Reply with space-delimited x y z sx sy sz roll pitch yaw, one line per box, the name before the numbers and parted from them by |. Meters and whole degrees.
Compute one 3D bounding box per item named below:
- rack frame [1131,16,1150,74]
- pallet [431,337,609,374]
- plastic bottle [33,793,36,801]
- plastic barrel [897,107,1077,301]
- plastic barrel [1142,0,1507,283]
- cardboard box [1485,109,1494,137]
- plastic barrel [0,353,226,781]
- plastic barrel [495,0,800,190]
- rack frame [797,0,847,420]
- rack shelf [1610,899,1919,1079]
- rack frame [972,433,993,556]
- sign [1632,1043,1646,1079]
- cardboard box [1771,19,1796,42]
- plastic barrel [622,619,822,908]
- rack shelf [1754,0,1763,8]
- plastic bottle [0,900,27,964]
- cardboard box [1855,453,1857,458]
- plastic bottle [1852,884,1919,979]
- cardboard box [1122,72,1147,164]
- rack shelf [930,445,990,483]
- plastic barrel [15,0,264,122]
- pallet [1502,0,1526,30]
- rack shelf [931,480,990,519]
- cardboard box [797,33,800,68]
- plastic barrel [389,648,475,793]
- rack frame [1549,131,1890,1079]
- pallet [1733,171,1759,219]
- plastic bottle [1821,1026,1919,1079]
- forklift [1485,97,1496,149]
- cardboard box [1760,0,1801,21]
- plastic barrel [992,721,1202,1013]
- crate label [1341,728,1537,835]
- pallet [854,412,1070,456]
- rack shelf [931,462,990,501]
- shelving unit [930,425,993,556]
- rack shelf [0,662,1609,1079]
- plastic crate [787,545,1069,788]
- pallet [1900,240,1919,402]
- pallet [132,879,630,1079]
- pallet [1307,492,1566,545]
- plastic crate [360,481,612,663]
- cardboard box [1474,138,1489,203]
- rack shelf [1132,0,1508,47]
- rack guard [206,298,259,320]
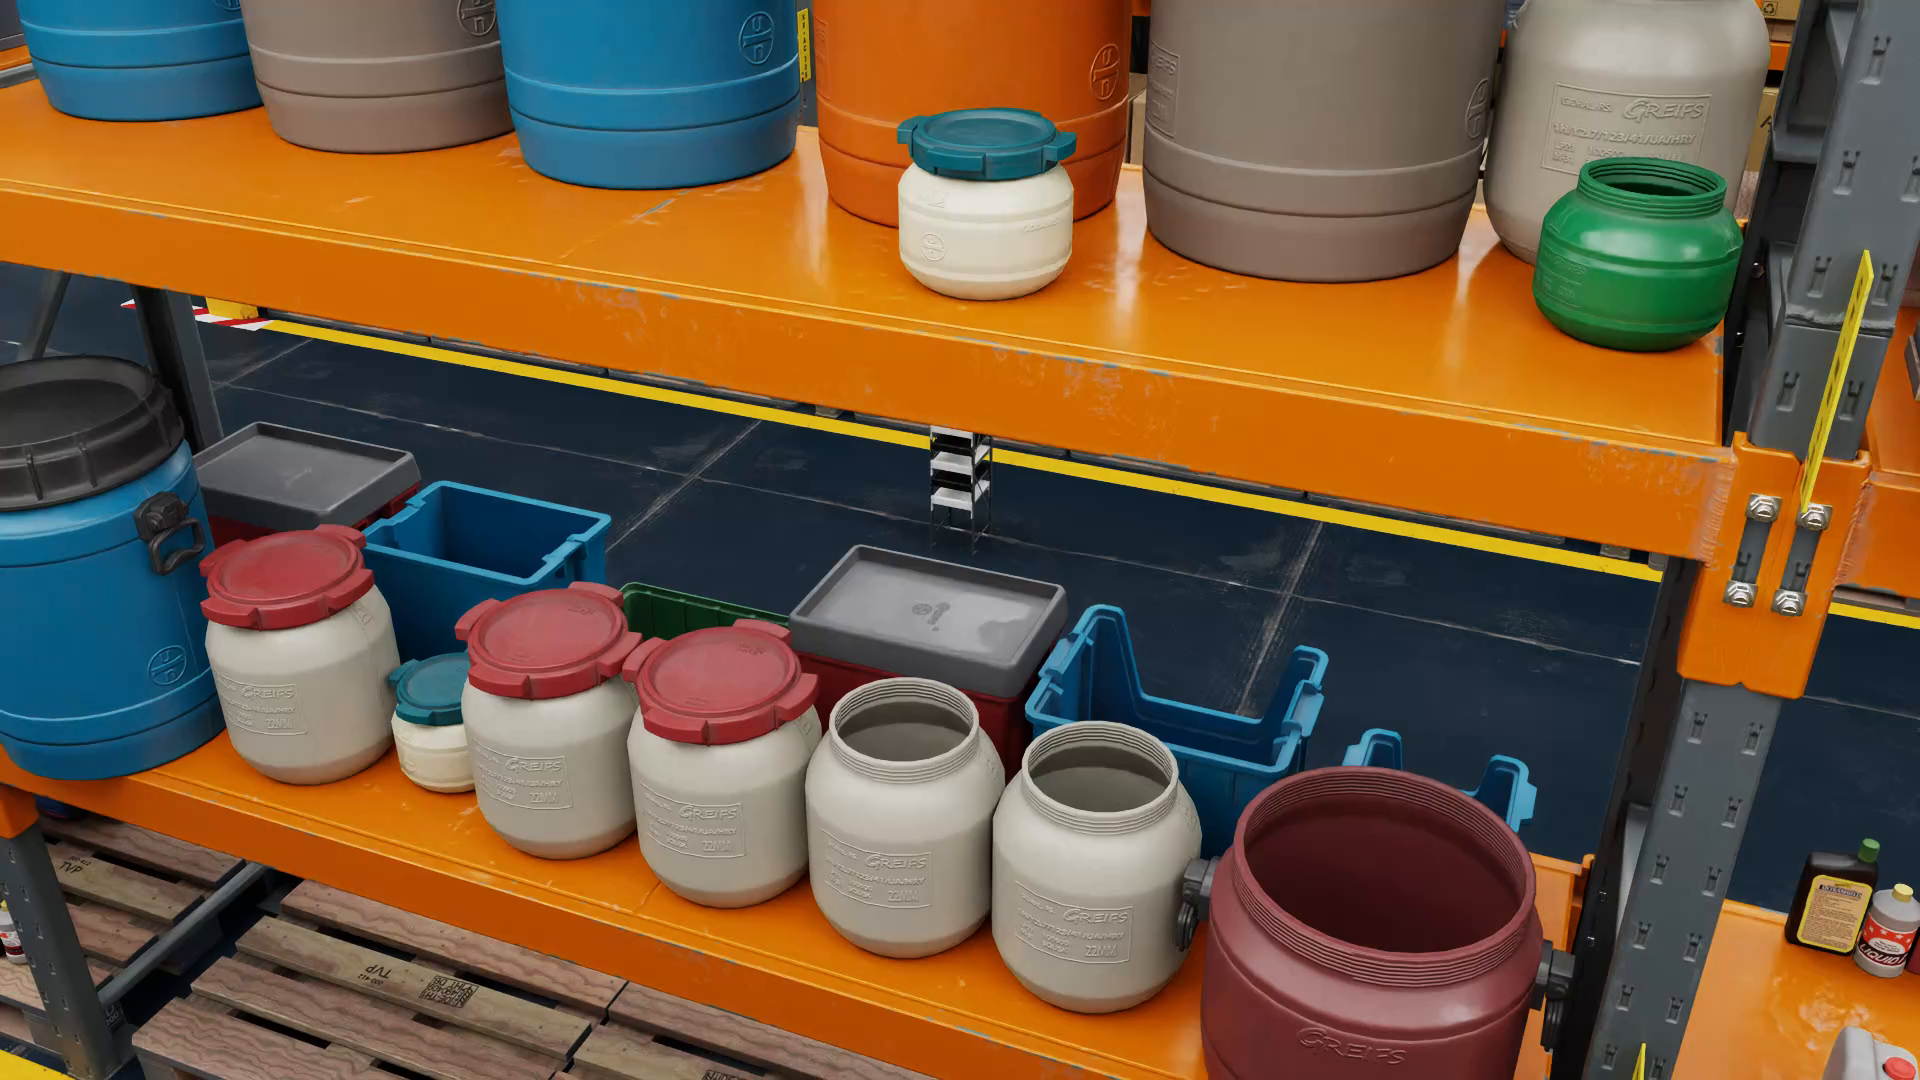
rack frame | 1.328 -4.446 12.568 0.127 3.000 1.000 11 31 19
pallet | -2.387 -1.364 9.949 1.213 0.211 1.003 11 31 19
plastic bottle | -3.169 0.757 5.688 0.097 0.271 0.097 0 29 0
plastic barrel | 0.043 -0.564 2.791 0.301 0.262 0.301 0 29 0
plastic barrel | 0.630 -0.964 2.849 0.600 0.901 0.600 0 29 0
cardboard box | 3.914 -3.067 12.222 0.500 0.500 0.700 11 31 19
plastic barrel | -2.153 0.062 4.082 0.708 0.901 0.600 11 31 19
plastic barrel | -0.632 -1.216 3.295 0.708 0.901 0.600 11 31 19
rack frame | -0.531 -2.187 8.571 0.127 3.000 1.000 11 31 19
rack shelf | 3.163 1.494 2.789 4.000 0.370 1.077 11 31 19
rack frame | 0.102 -0.371 7.493 0.006 0.900 0.240 11 31 19
sign | 1.109 0.992 2.781 0.005 0.325 0.100 11 31 19
cardboard box | 5.482 -3.389 10.932 0.250 0.149 0.380 12 32 20
plastic barrel | -0.512 0.504 3.671 0.433 0.535 0.433 0 29 0
rack shelf | 5.028 -2.070 6.046 4.000 0.370 1.077 11 31 19
plastic bottle | -2.851 1.172 5.024 0.097 0.201 0.097 0 29 0
cardboard box | 3.977 -0.242 7.222 0.500 0.500 0.500 10 31 17
plastic bottle | 1.945 0.807 3.475 0.097 0.201 0.097 0 29 0
cardboard box | 0.662 -1.984 8.109 0.500 0.500 0.500 14 32 23
rack shelf | 0.008 -0.361 7.542 0.200 0.077 0.258 11 31 19
plastic barrel | -1.844 -1.458 3.723 0.708 0.901 0.600 11 31 19
pallet | 4.334 -3.706 11.453 1.003 0.211 1.213 11 31 19
rack shelf | 0.008 -0.205 7.631 0.200 0.077 0.258 11 31 19
cardboard box | -0.864 -2.466 8.303 0.250 0.149 0.380 11 31 19
plastic barrel | -1.228 0.446 4.053 0.301 0.262 0.301 0 29 0
rack frame | 1.309 0.811 3.267 0.127 3.000 1.000 11 31 19
pallet | 3.830 -1.270 7.144 1.003 0.211 1.213 11 31 19
plastic bottle | 1.646 1.023 3.018 0.135 0.276 0.152 11 31 19
forklift | 3.004 -2.396 9.010 3.031 2.935 1.130 10 31 18
cardboard box | 5.388 -3.682 10.791 0.500 0.500 0.500 12 32 21
plastic barrel | 0.276 0.669 3.404 0.421 0.512 0.421 0 29 0
crate label | 1.060 0.635 3.748 0.416 0.233 0.303 11 31 19
pallet | 0.166 -0.855 9.047 1.213 0.211 1.003 11 31 19
rack shelf | 0.008 -0.283 7.587 0.200 0.077 0.258 11 31 19
shelving unit | 0.008 -0.390 7.526 0.210 0.900 0.258 11 31 19
rack shelf | -0.544 0.754 4.099 4.000 0.370 1.077 11 31 19
plastic crate | -0.073 0.345 4.027 0.583 0.464 0.402 11 31 19
pallet | 1.981 -0.227 2.246 1.213 0.211 1.003 11 31 19
pallet | -1.655 1.412 5.037 1.213 0.211 1.003 11 31 19
pallet | 2.427 -0.403 8.249 1.213 0.211 1.003 11 31 19
plastic crate | -1.258 0.140 4.470 0.575 0.384 0.392 11 31 19
cardboard box | 2.419 -1.662 7.733 0.500 0.311 0.500 11 31 19
rack shelf | 3.181 -3.763 12.091 4.000 0.370 1.077 11 31 19
rack guard | -4.260 -1.843 10.503 0.348 0.500 1.175 11 31 19
